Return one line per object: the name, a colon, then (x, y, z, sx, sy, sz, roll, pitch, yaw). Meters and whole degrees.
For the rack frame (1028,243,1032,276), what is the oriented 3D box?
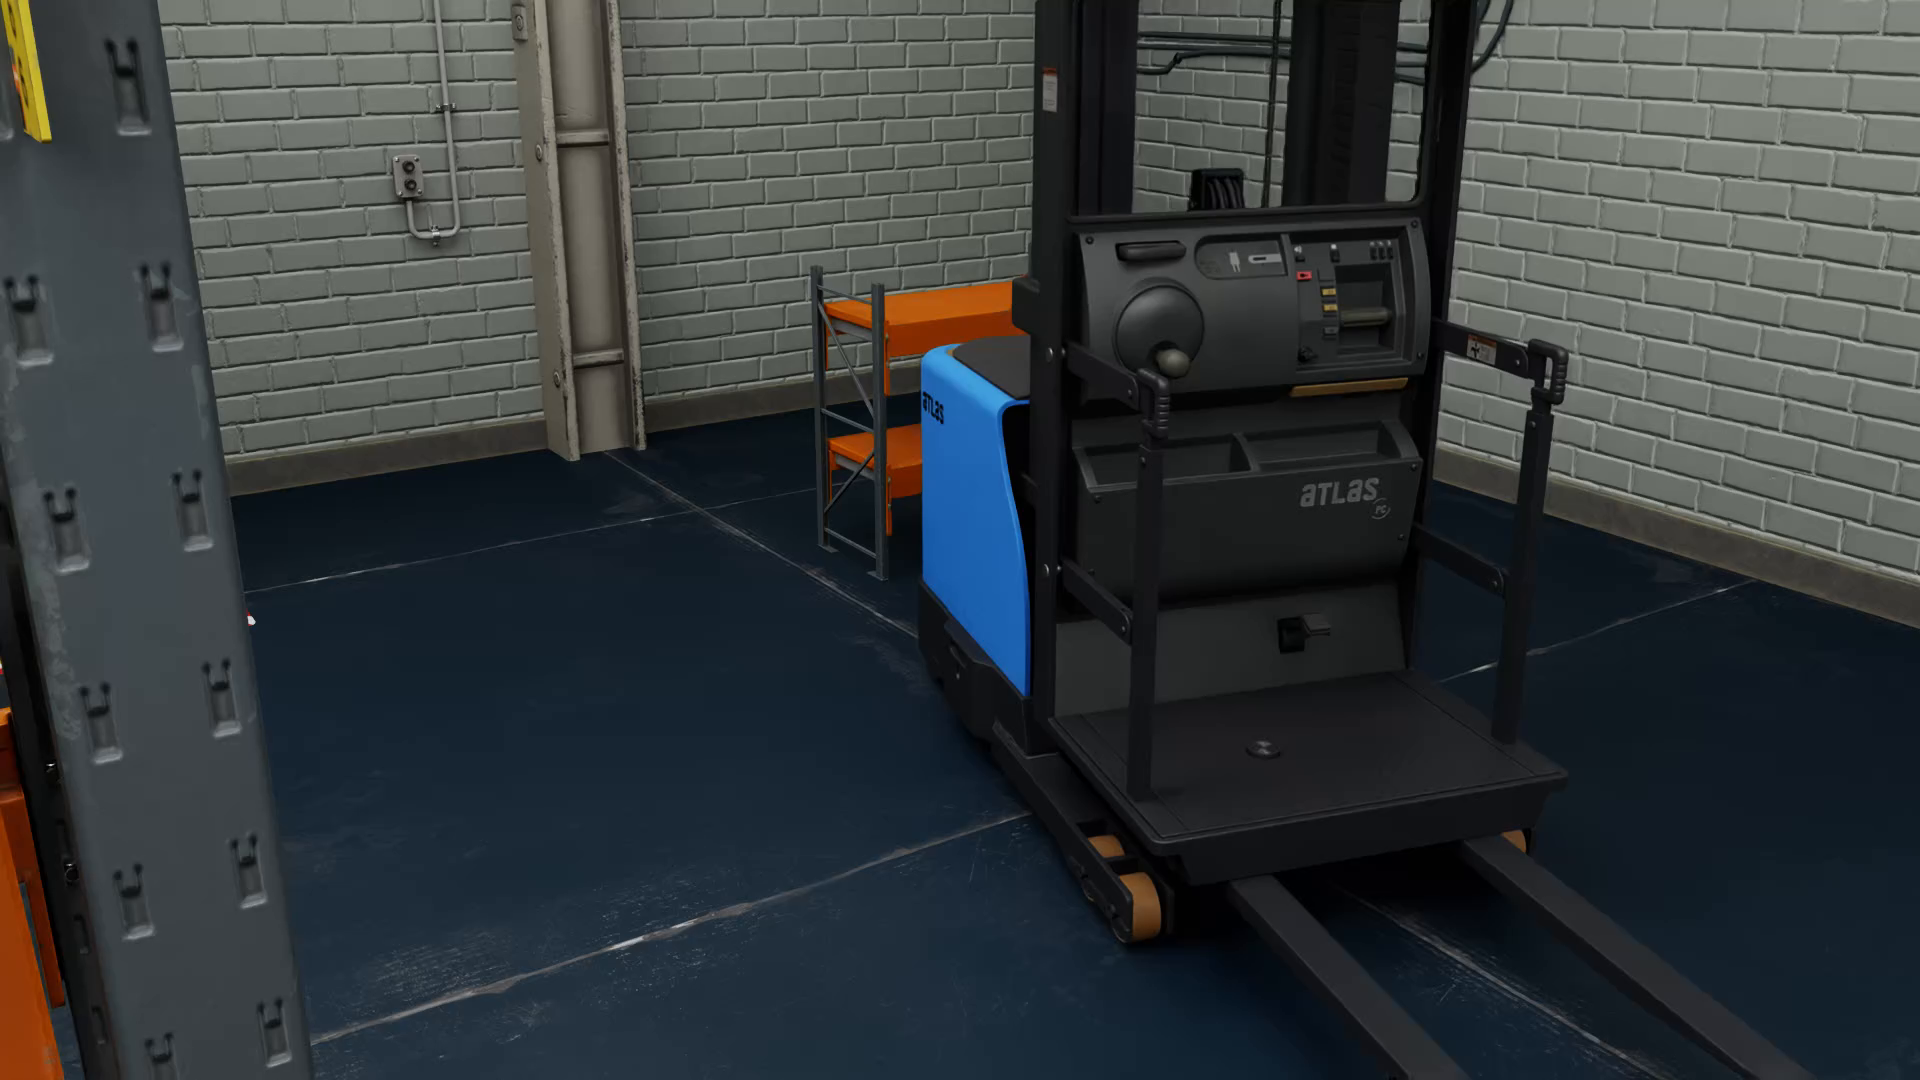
rack frame: (0.430, -0.624, 6.833, 0.032, 1.125, 0.500, -12, 22, -31)

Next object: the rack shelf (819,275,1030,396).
rack shelf: (0.006, -0.811, 6.474, 1.000, 0.278, 0.538, -12, 22, -31)

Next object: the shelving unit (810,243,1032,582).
shelving unit: (0.006, -0.534, 6.568, 1.048, 1.125, 0.538, -12, 22, -31)

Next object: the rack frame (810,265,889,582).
rack frame: (-0.419, -0.445, 6.303, 0.032, 1.125, 0.500, -12, 22, -31)

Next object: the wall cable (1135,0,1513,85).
wall cable: (1.379, -3.433, 7.698, 0.112, 2.526, 3.097, -12, 22, -31)

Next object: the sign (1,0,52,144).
sign: (-0.525, -0.383, 0.894, 0.005, 0.325, 0.100, -12, 22, -31)

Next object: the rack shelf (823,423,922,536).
rack shelf: (0.006, -0.302, 6.646, 1.000, 0.278, 0.538, -12, 22, -31)

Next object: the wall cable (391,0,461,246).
wall cable: (-2.992, -2.121, 6.750, 1.851, 1.984, 0.084, -12, 22, -31)

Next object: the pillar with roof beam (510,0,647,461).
pillar with roof beam: (0.606, -3.559, 3.221, 0.400, 9.000, 9.100, -12, 22, -31)

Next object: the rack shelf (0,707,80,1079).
rack shelf: (-2.484, 0.856, 0.653, 4.000, 0.370, 1.077, -12, 22, -31)

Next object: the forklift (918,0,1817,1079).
forklift: (0.800, -0.580, 3.885, 1.130, 2.935, 3.031, -6, 20, -17)
